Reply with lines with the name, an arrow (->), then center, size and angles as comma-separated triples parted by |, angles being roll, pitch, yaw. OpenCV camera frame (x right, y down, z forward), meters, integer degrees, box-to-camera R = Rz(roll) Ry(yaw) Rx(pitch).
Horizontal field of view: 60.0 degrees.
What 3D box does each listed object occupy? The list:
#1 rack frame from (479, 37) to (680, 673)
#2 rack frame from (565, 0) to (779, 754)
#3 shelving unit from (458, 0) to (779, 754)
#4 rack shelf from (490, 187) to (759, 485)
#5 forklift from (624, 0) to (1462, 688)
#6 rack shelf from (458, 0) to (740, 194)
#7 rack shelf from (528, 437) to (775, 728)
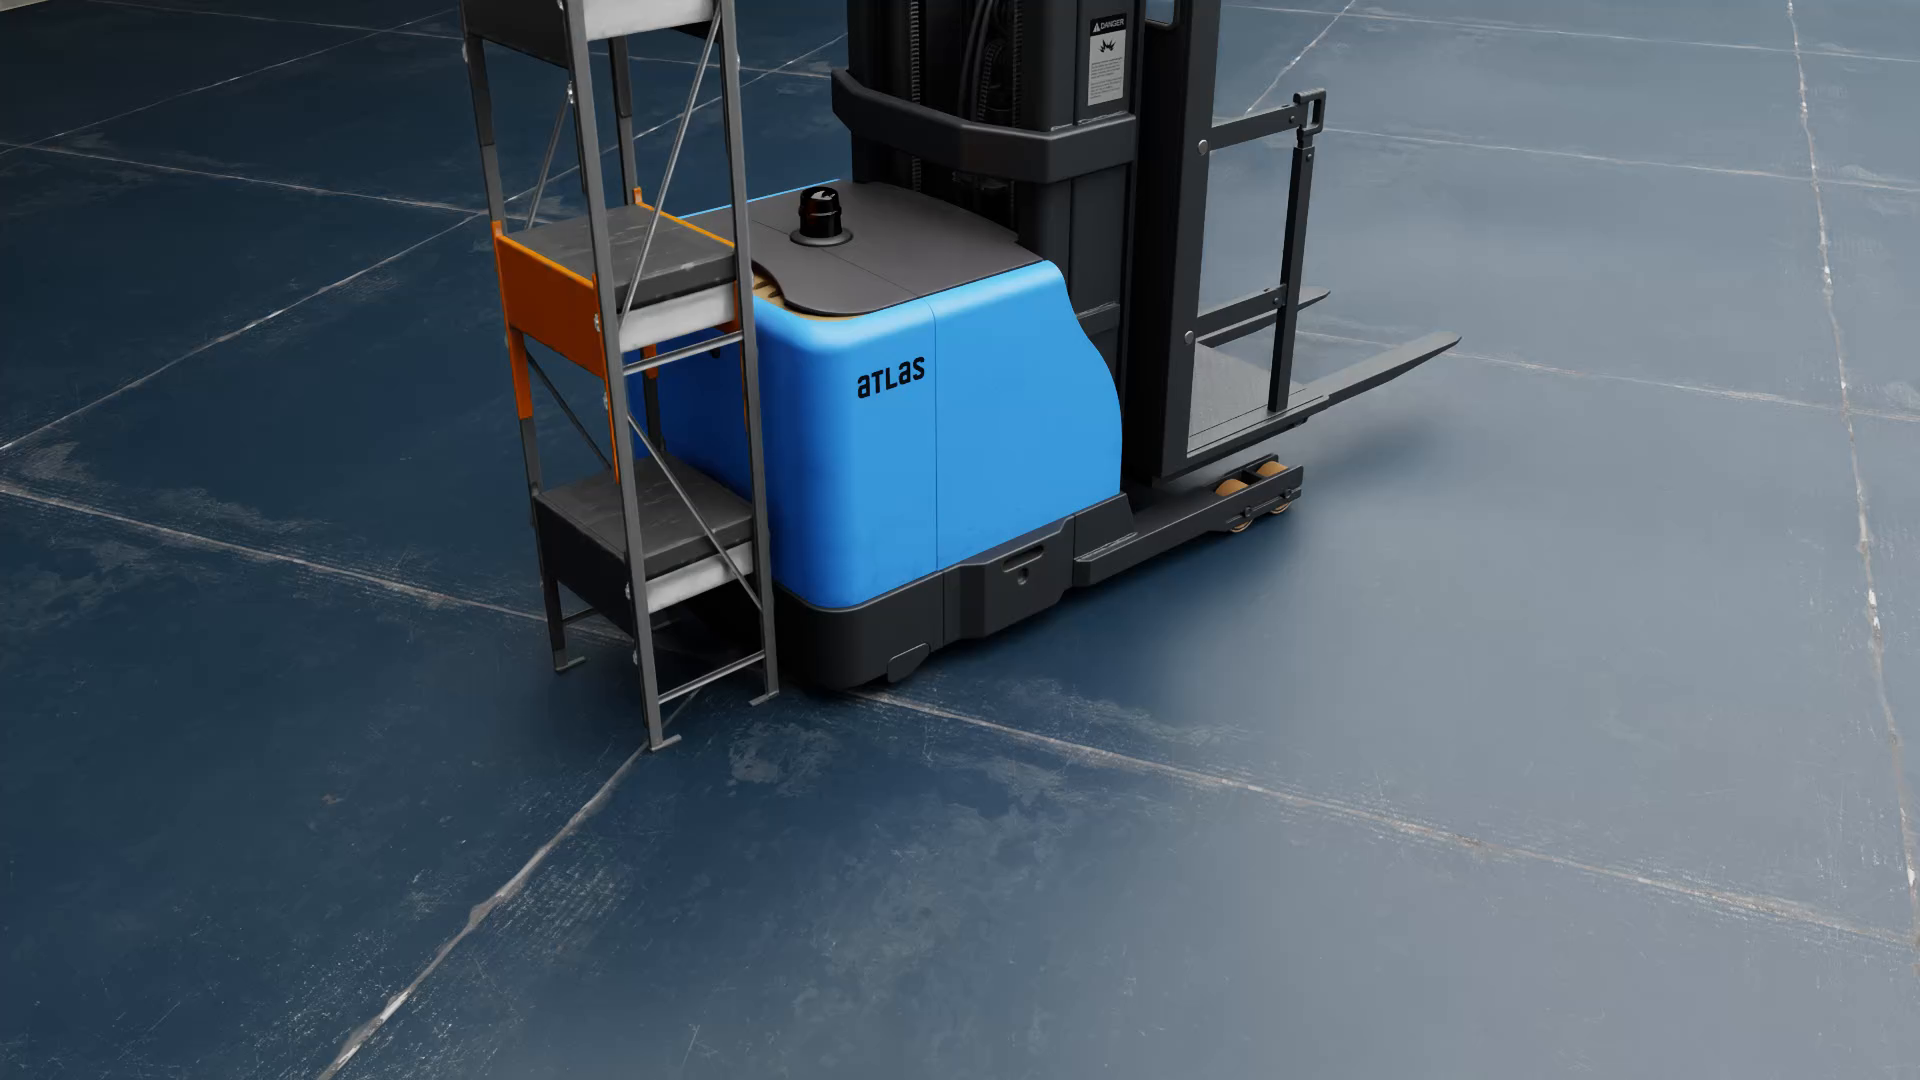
rack frame -> -0.967, -0.612, 4.200 | 0.400, 2.100, 0.015 | -23, 37, -35
rack frame -> -0.646, -0.432, 3.880 | 0.400, 2.100, 0.015 | -23, 37, -35
shelving unit -> -0.806, -0.522, 4.040 | 0.431, 2.100, 0.503 | -23, 37, -35
rack shelf -> -0.806, -0.510, 4.046 | 0.431, 0.518, 0.480 | -23, 37, -35
forklift -> 0.481, -1.477, 4.884 | 3.031, 2.935, 1.130 | -23, 37, -34
rack shelf -> -0.806, -1.120, 3.702 | 0.431, 0.518, 0.480 | -23, 37, -35
rack shelf -> -0.806, 0.099, 4.391 | 0.431, 0.518, 0.480 | -23, 37, -35
